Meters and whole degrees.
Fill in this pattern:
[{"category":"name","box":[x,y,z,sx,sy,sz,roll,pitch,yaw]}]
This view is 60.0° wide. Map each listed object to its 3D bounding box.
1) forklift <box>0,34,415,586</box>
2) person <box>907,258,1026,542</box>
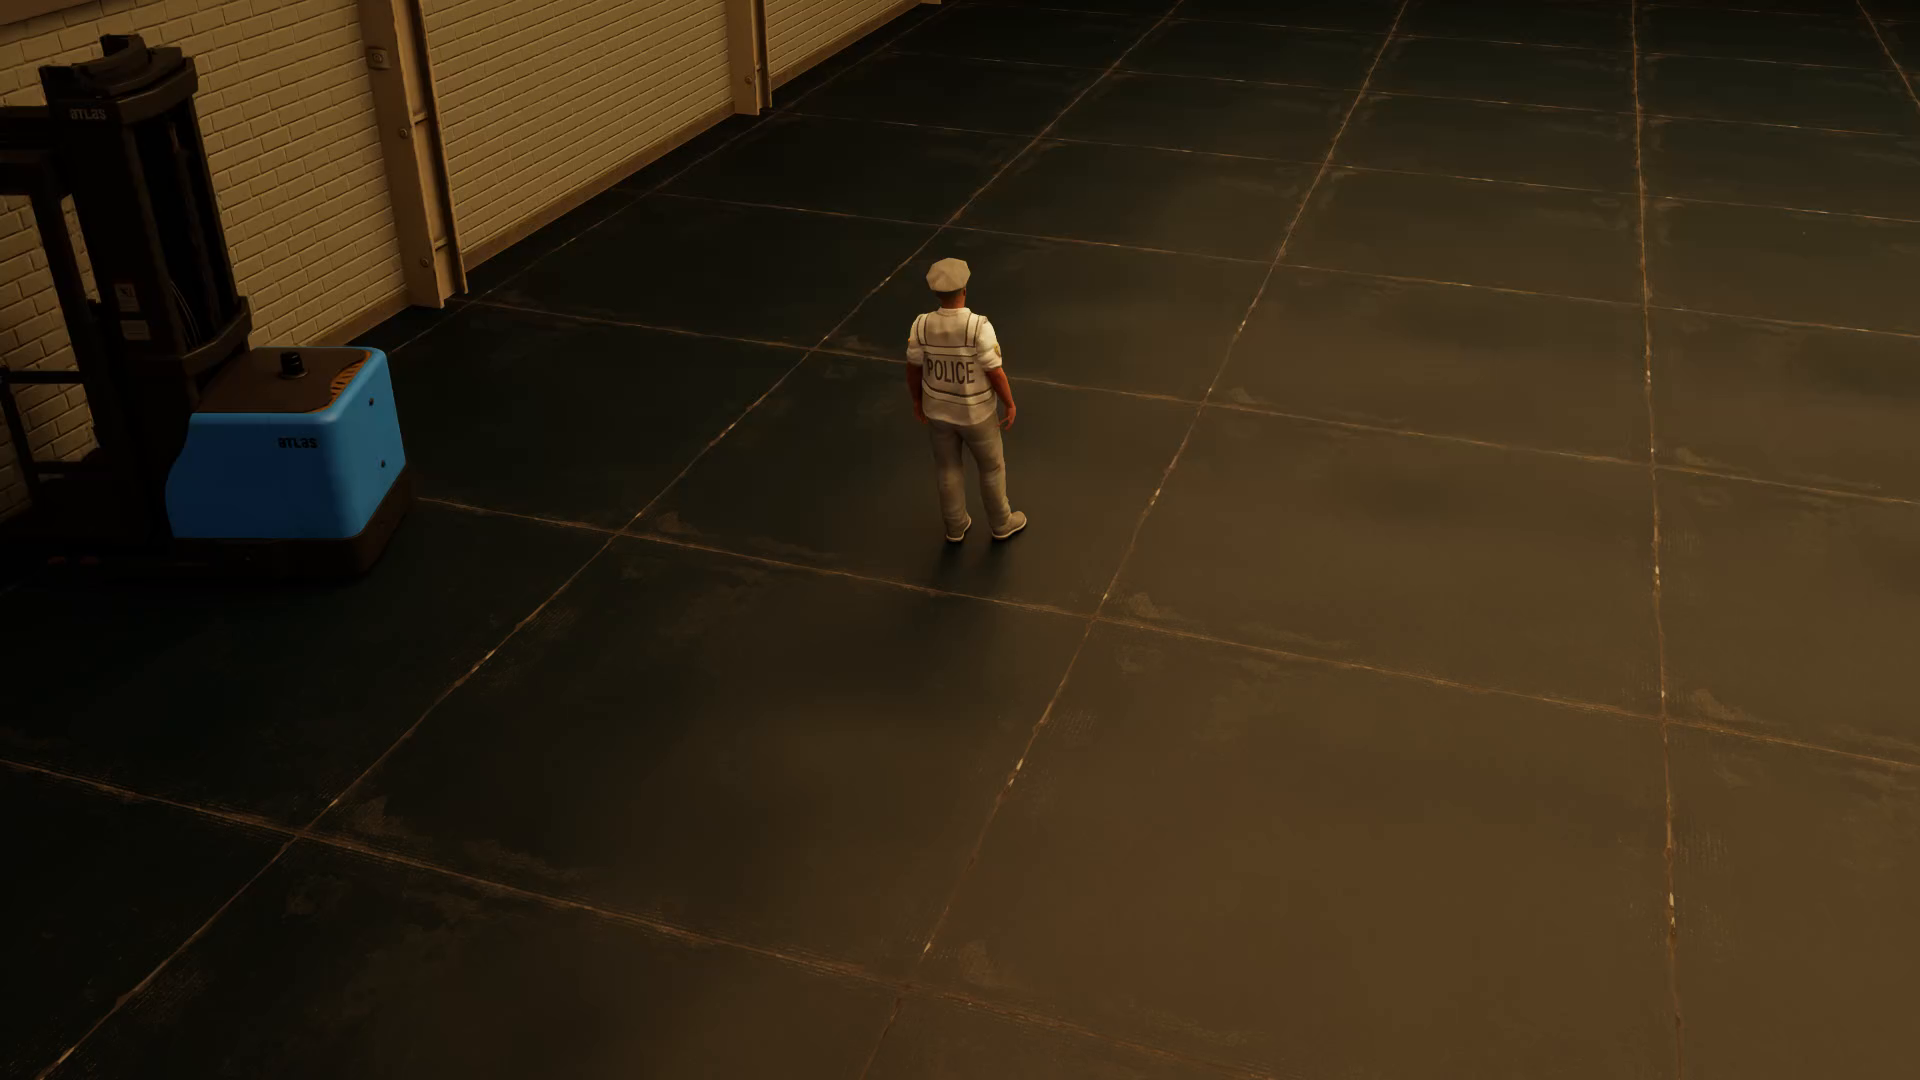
[{"category":"forklift","box":[-4.935,-1.270,9.364,3.031,2.935,1.130,0,30,0]},{"category":"person","box":[0.036,-0.816,9.712,0.641,1.780,0.574,10,31,16]}]
